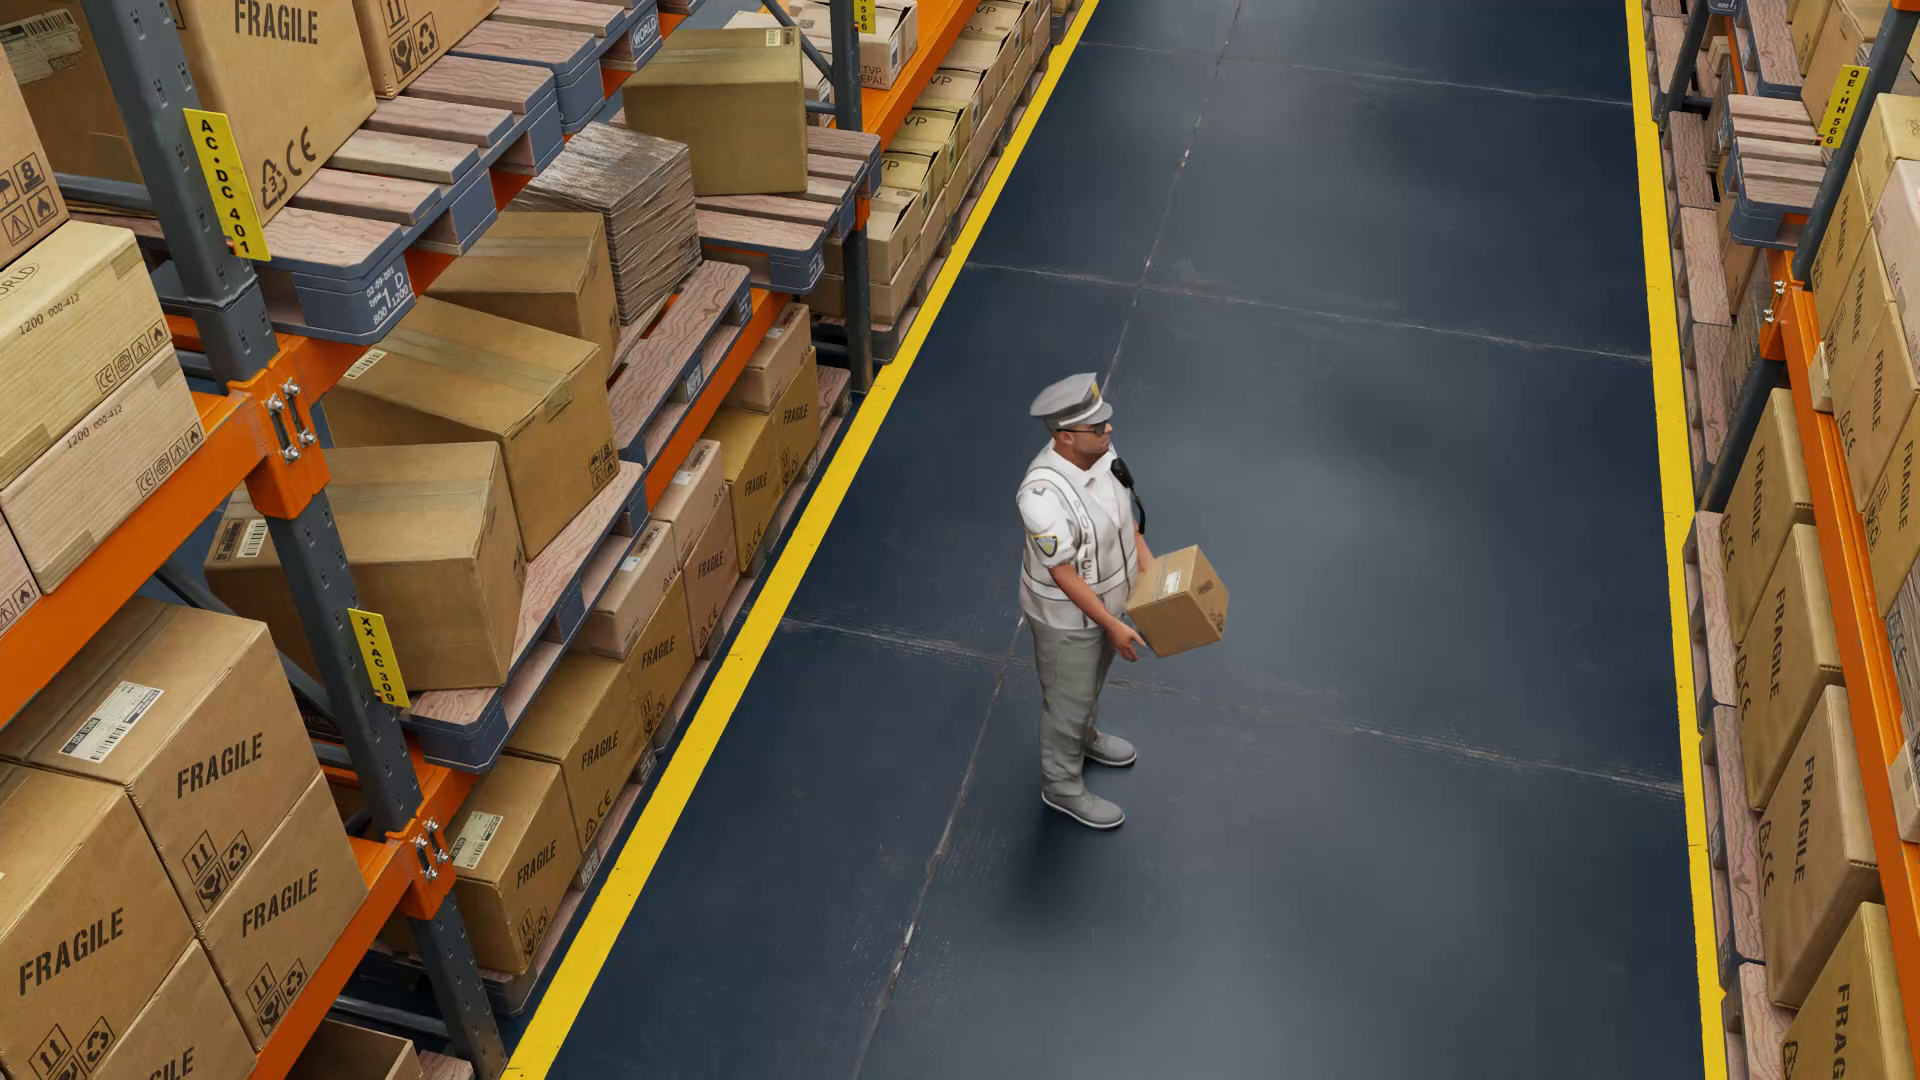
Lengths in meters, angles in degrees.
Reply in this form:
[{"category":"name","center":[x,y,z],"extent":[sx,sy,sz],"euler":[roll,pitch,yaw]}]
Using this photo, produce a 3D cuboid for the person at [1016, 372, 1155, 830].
[{"category":"person","center":[0.473,0.205,5.886],"extent":[0.527,1.786,0.529],"euler":[19,44,21]}]
